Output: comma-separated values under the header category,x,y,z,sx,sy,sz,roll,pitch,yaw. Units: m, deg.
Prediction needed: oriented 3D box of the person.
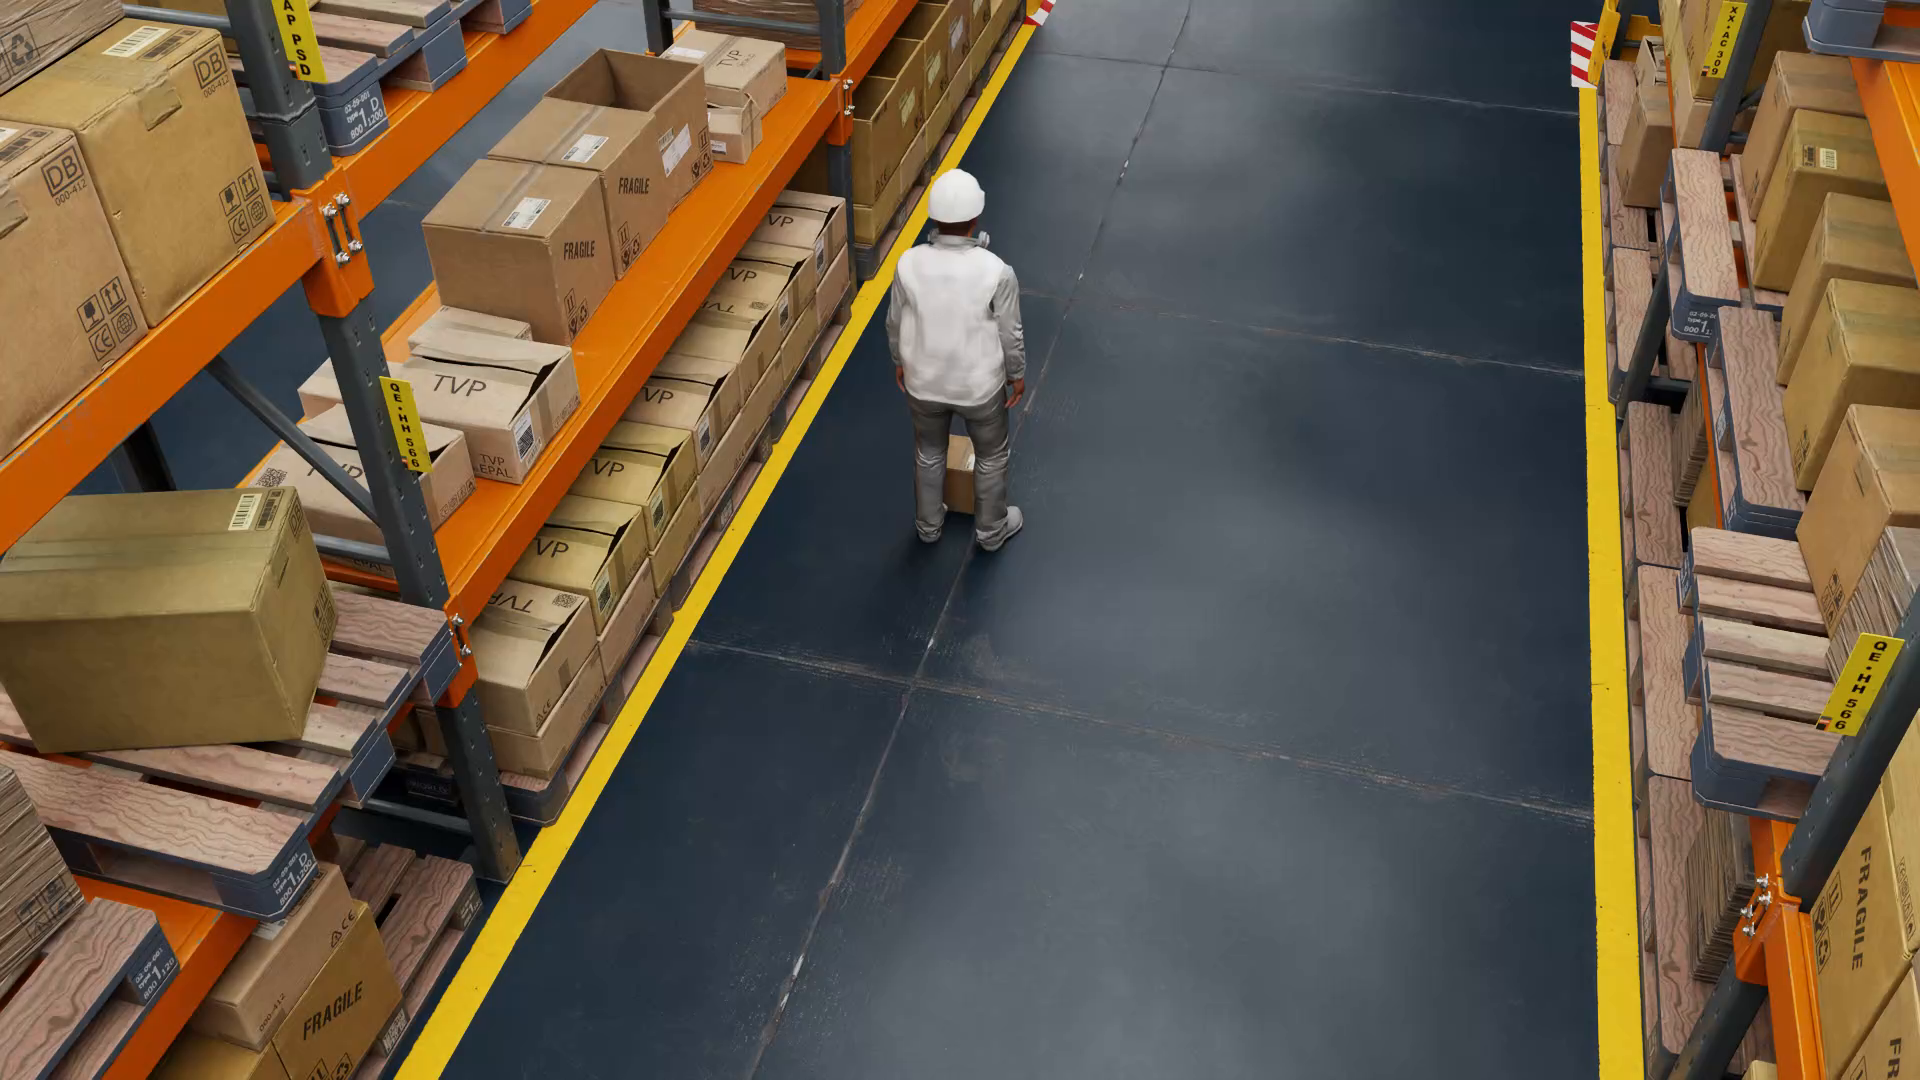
category,x,y,z,sx,sy,sz,roll,pitch,yaw
person,-0.011,-0.704,6.955,0.578,1.770,0.462,9,42,10
